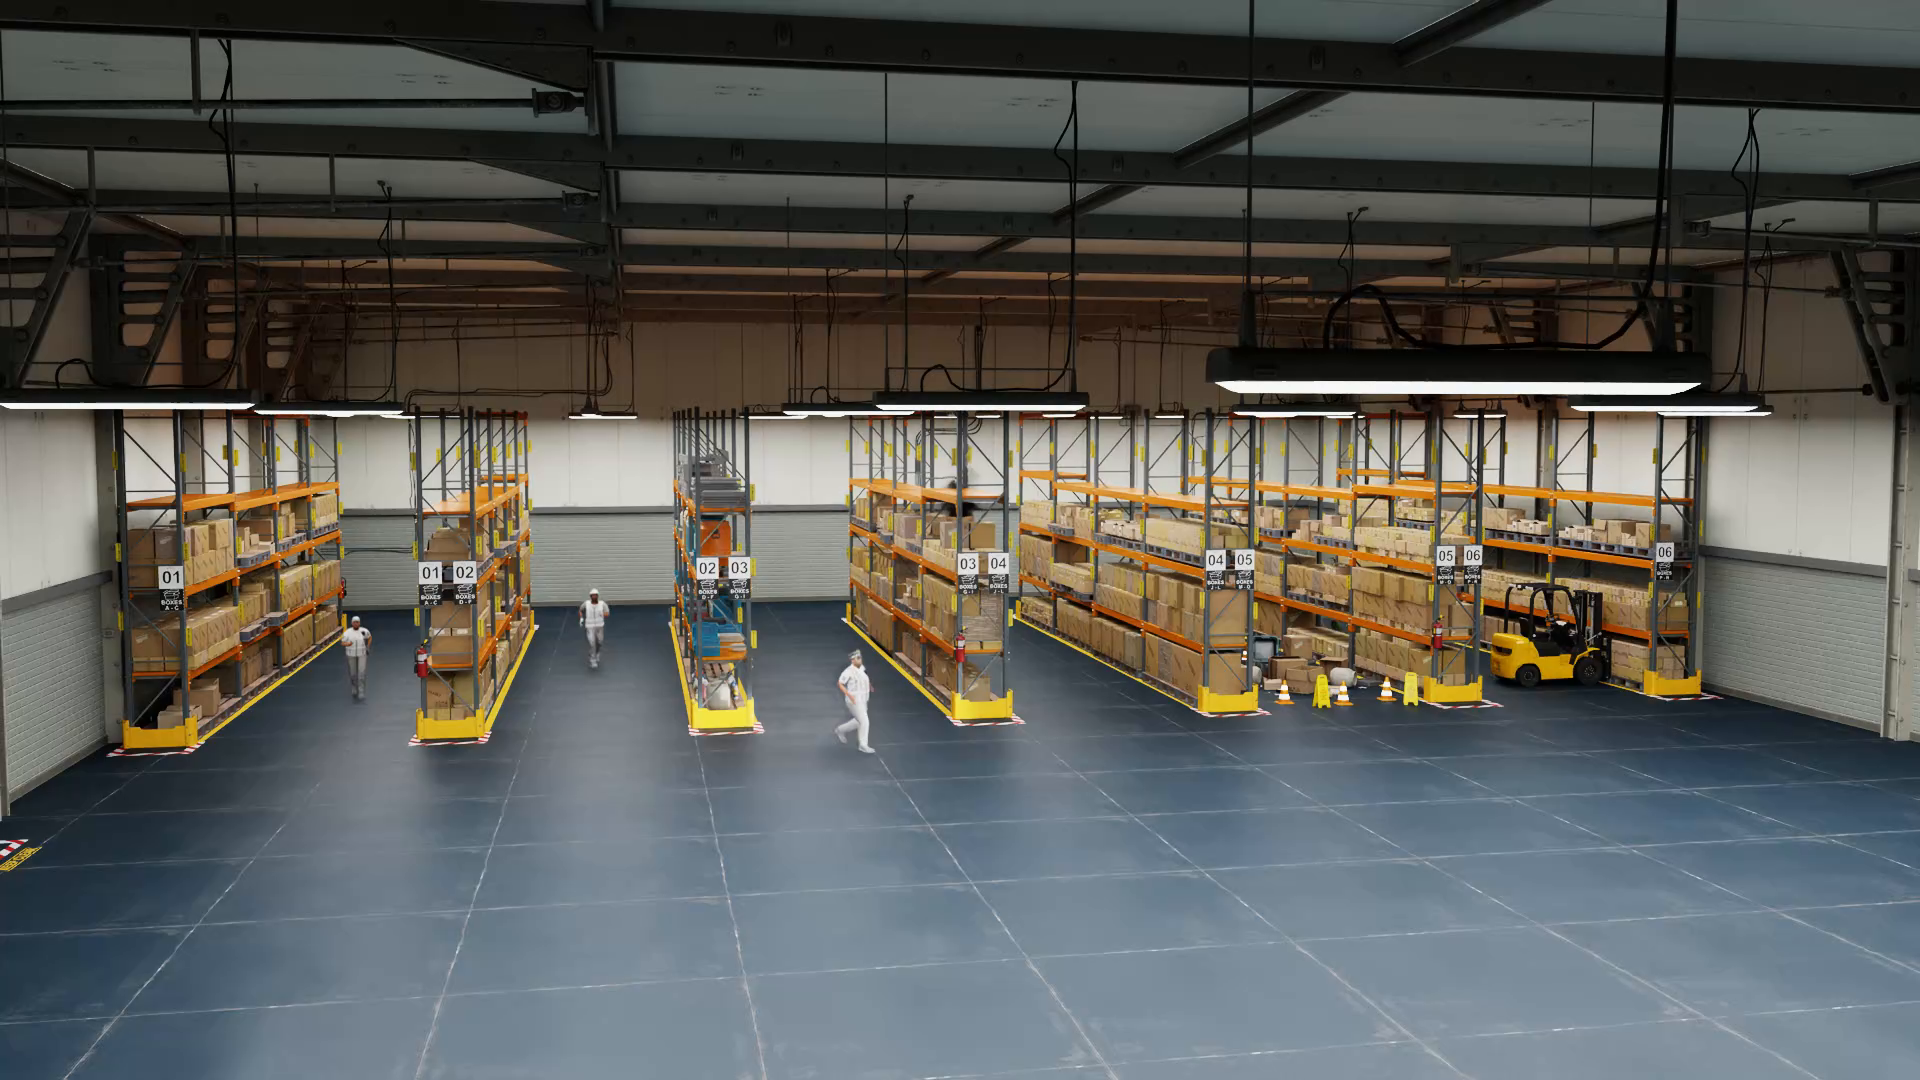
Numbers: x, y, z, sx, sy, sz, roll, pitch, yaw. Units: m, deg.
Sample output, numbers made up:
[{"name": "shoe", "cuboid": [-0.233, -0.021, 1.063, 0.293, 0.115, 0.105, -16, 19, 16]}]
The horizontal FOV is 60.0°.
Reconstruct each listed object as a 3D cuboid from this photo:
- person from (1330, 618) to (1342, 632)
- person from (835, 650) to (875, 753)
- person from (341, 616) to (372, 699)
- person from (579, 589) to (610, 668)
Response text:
[{"name": "person", "cuboid": [10.068, 1.632, 44.668, 0.655, 1.817, 0.909, -1, 4, -19]}, {"name": "person", "cuboid": [-1.833, 2.791, 28.980, 0.813, 1.787, 0.654, 2, 5, 26]}, {"name": "person", "cuboid": [-12.502, 2.414, 34.453, 0.602, 1.654, 0.913, -1, 4, -19]}, {"name": "person", "cuboid": [-8.532, 2.037, 38.871, 0.680, 1.777, 0.988, -1, 4, -19]}]
